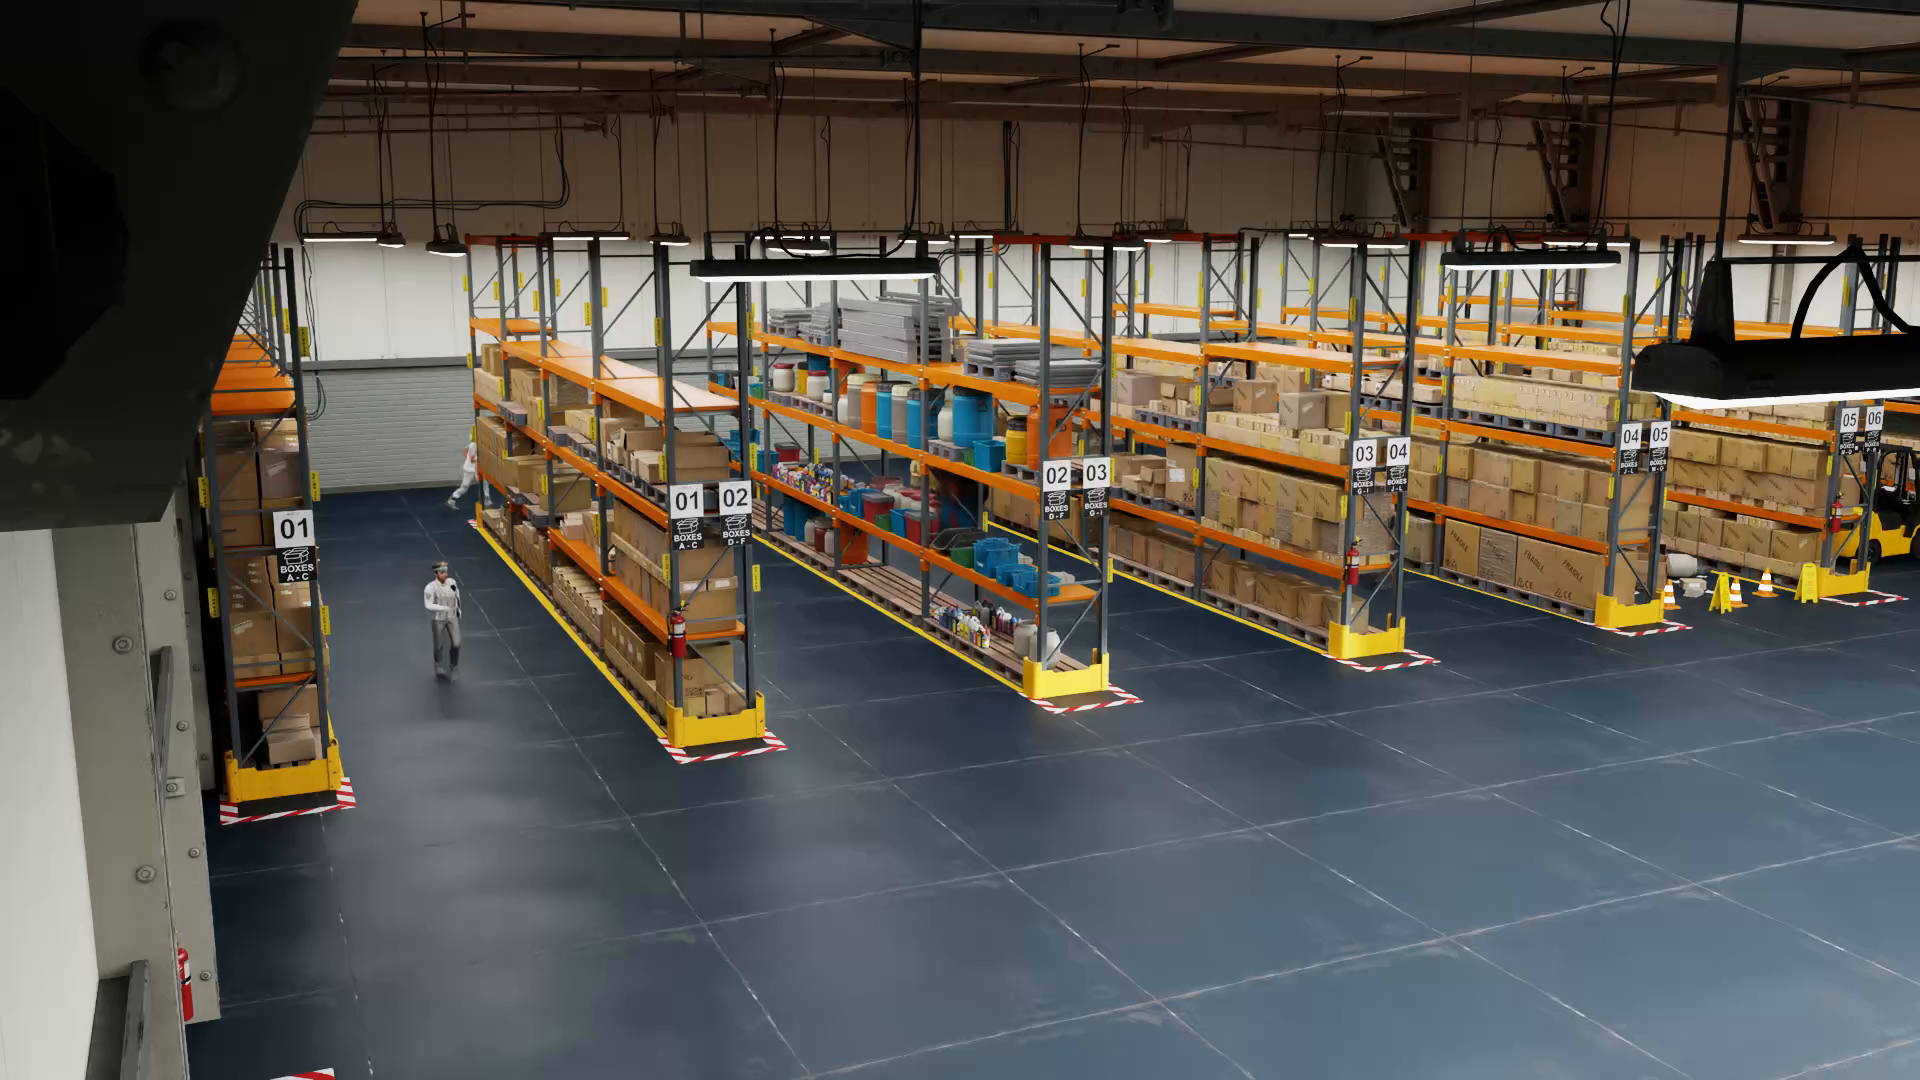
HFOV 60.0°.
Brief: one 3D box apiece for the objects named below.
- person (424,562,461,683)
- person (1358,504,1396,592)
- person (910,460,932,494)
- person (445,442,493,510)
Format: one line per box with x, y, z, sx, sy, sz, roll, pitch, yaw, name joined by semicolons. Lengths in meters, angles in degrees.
-7.112;1.122;22.940;0.551;1.717;0.790;-7;13;-31;person
7.158;0.057;28.828;0.642;1.552;1.074;-5;12;-22;person
-0.879;-1.156;34.828;0.512;1.611;0.891;-7;13;-32;person
-10.607;-1.437;35.939;1.065;1.789;0.666;-2;11;-8;person
